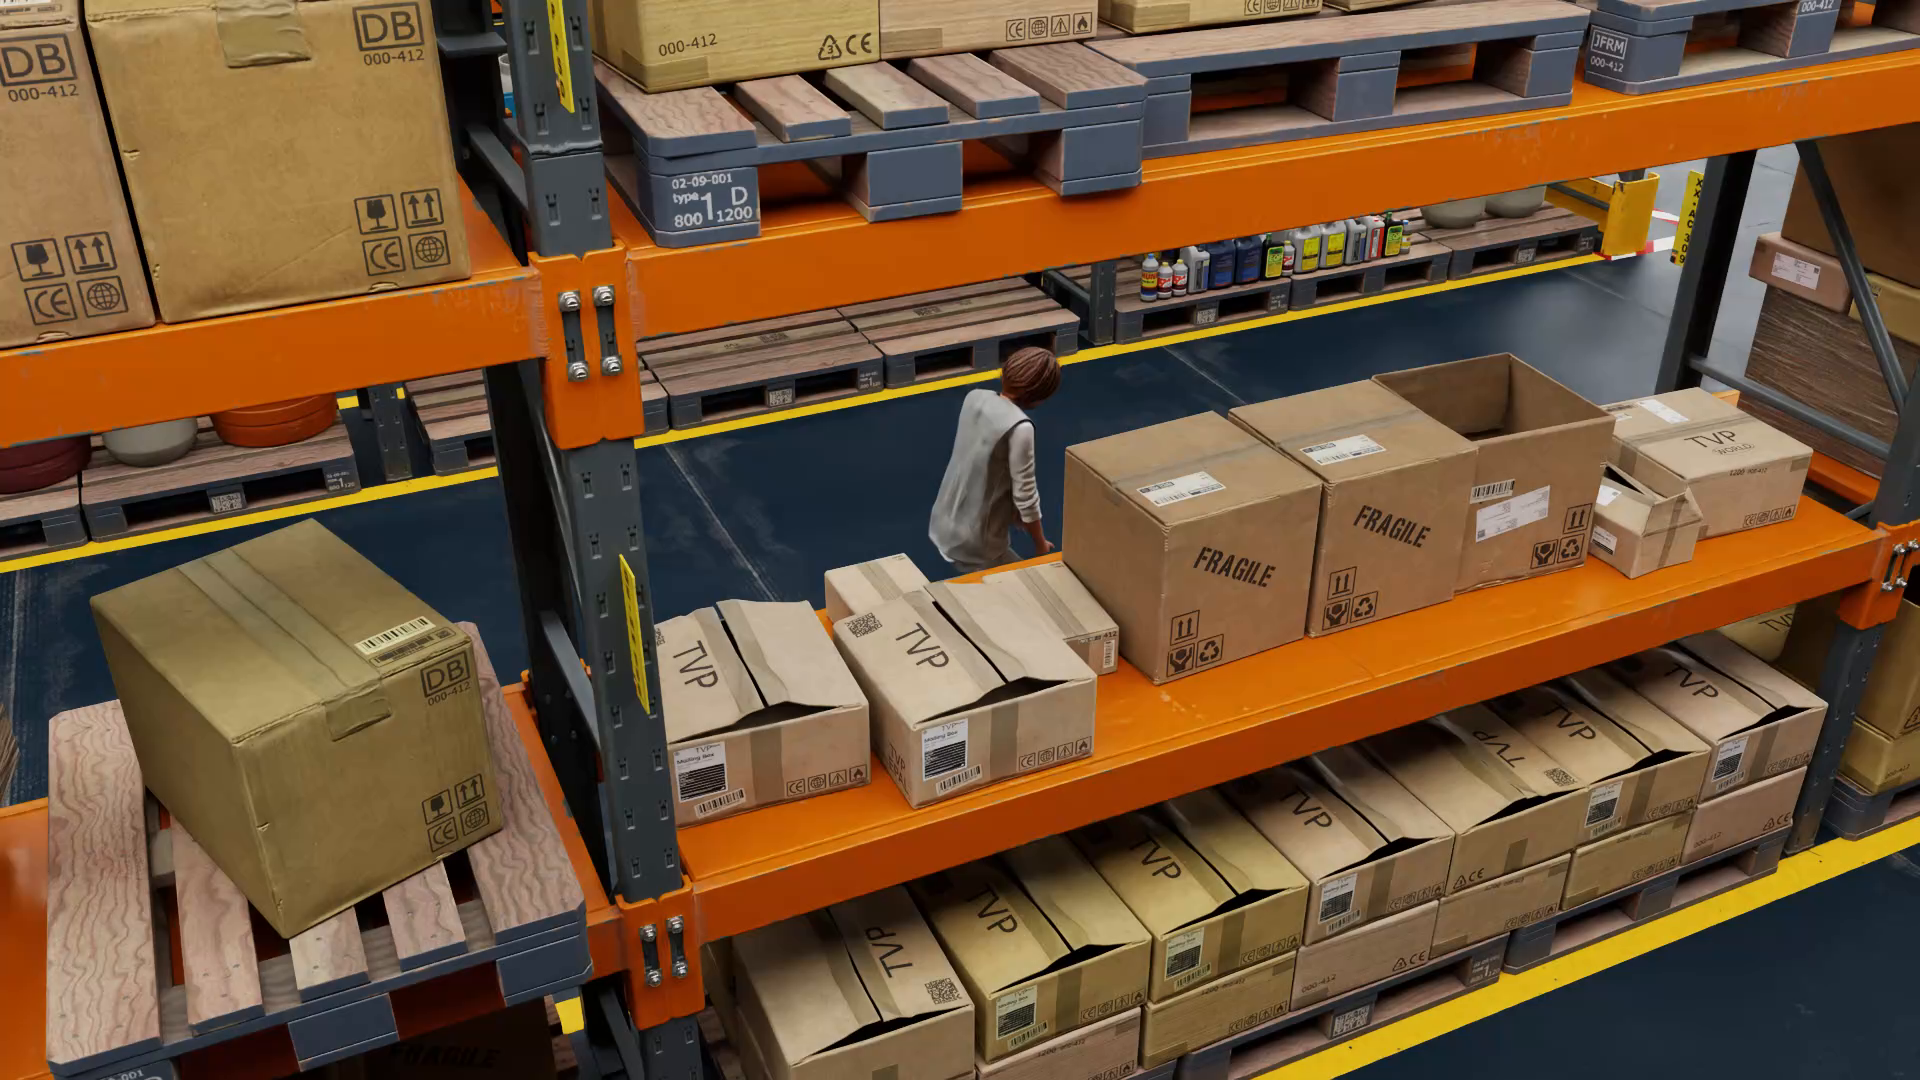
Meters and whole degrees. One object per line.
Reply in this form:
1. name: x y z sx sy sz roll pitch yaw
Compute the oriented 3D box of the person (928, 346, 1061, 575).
1. person: 0.129 -0.028 6.333 0.518 1.464 0.451 -12 32 -21
